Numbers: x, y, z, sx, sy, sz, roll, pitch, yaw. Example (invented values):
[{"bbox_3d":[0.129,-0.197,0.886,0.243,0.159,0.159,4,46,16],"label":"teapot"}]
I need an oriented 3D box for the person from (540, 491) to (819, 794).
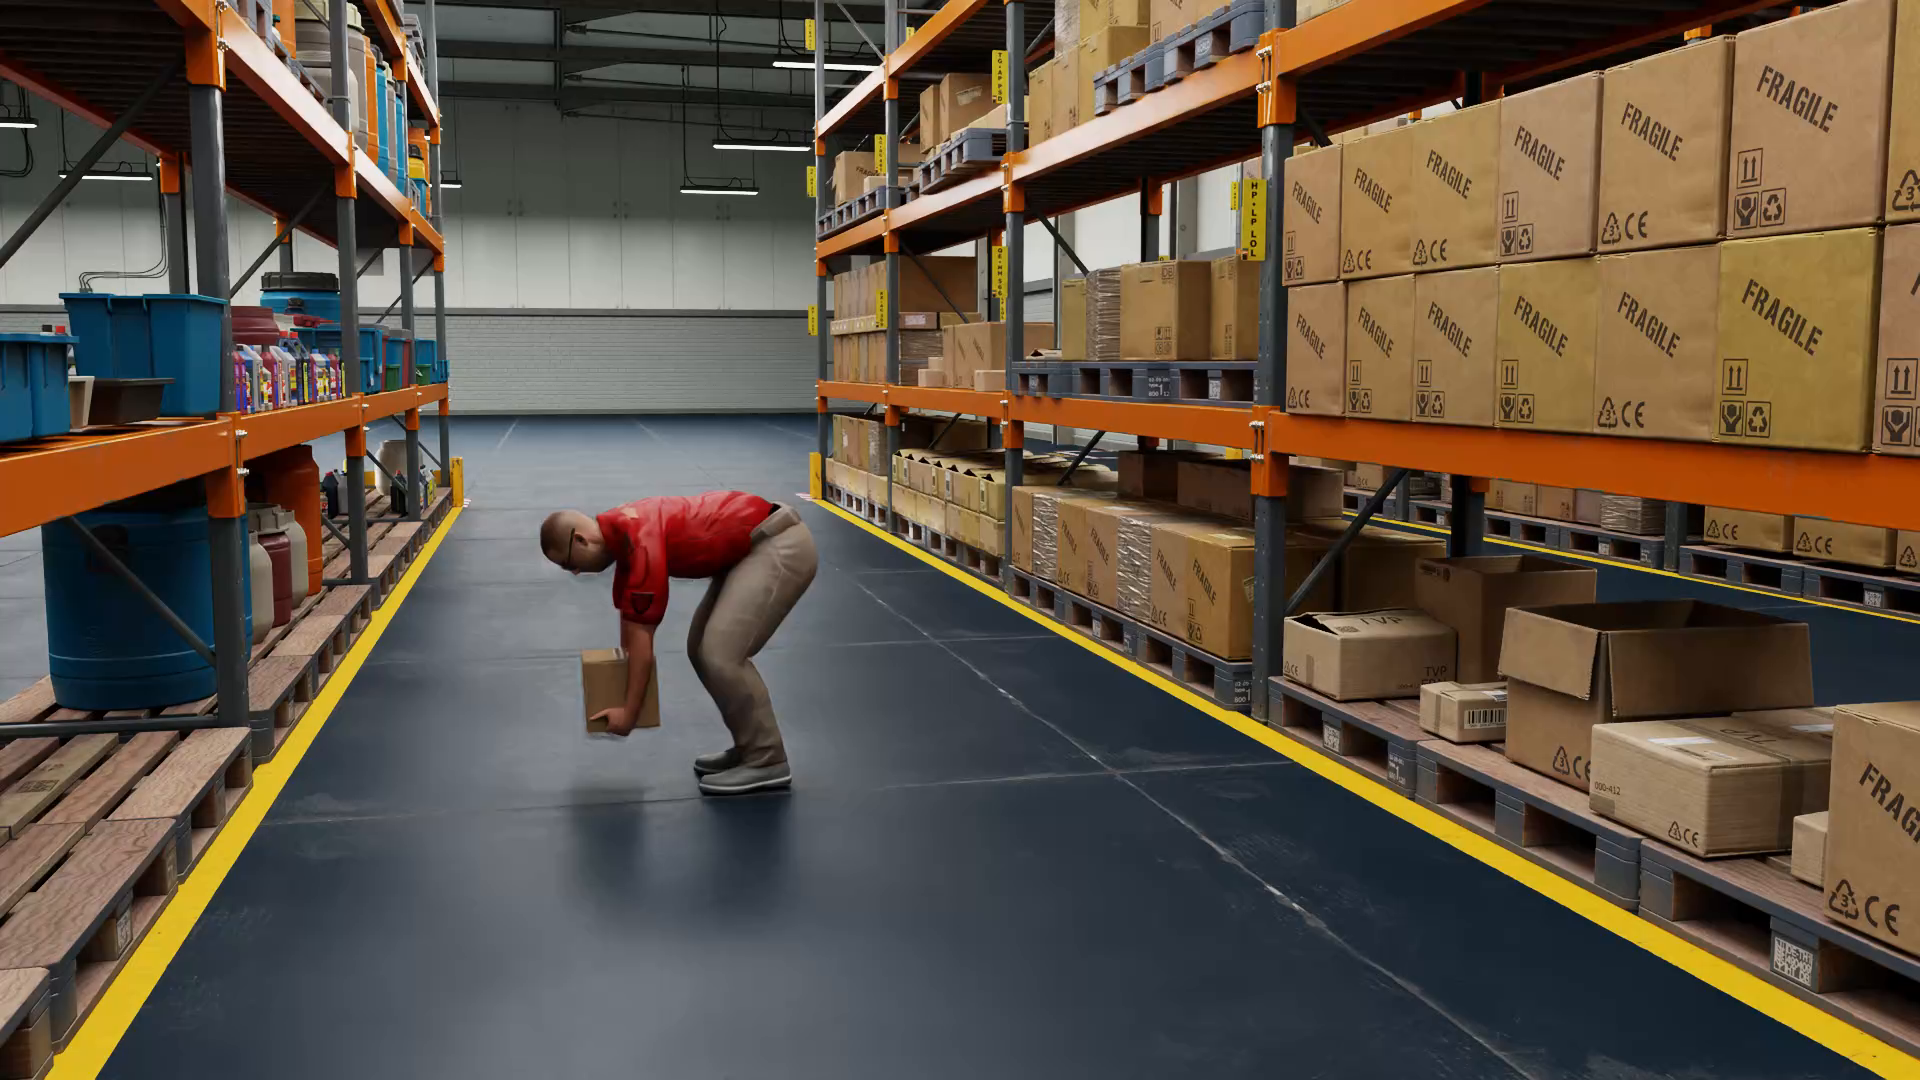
[{"bbox_3d":[-0.995,0.355,5.912,0.947,1.049,0.508,-2,6,-16],"label":"person"}]
